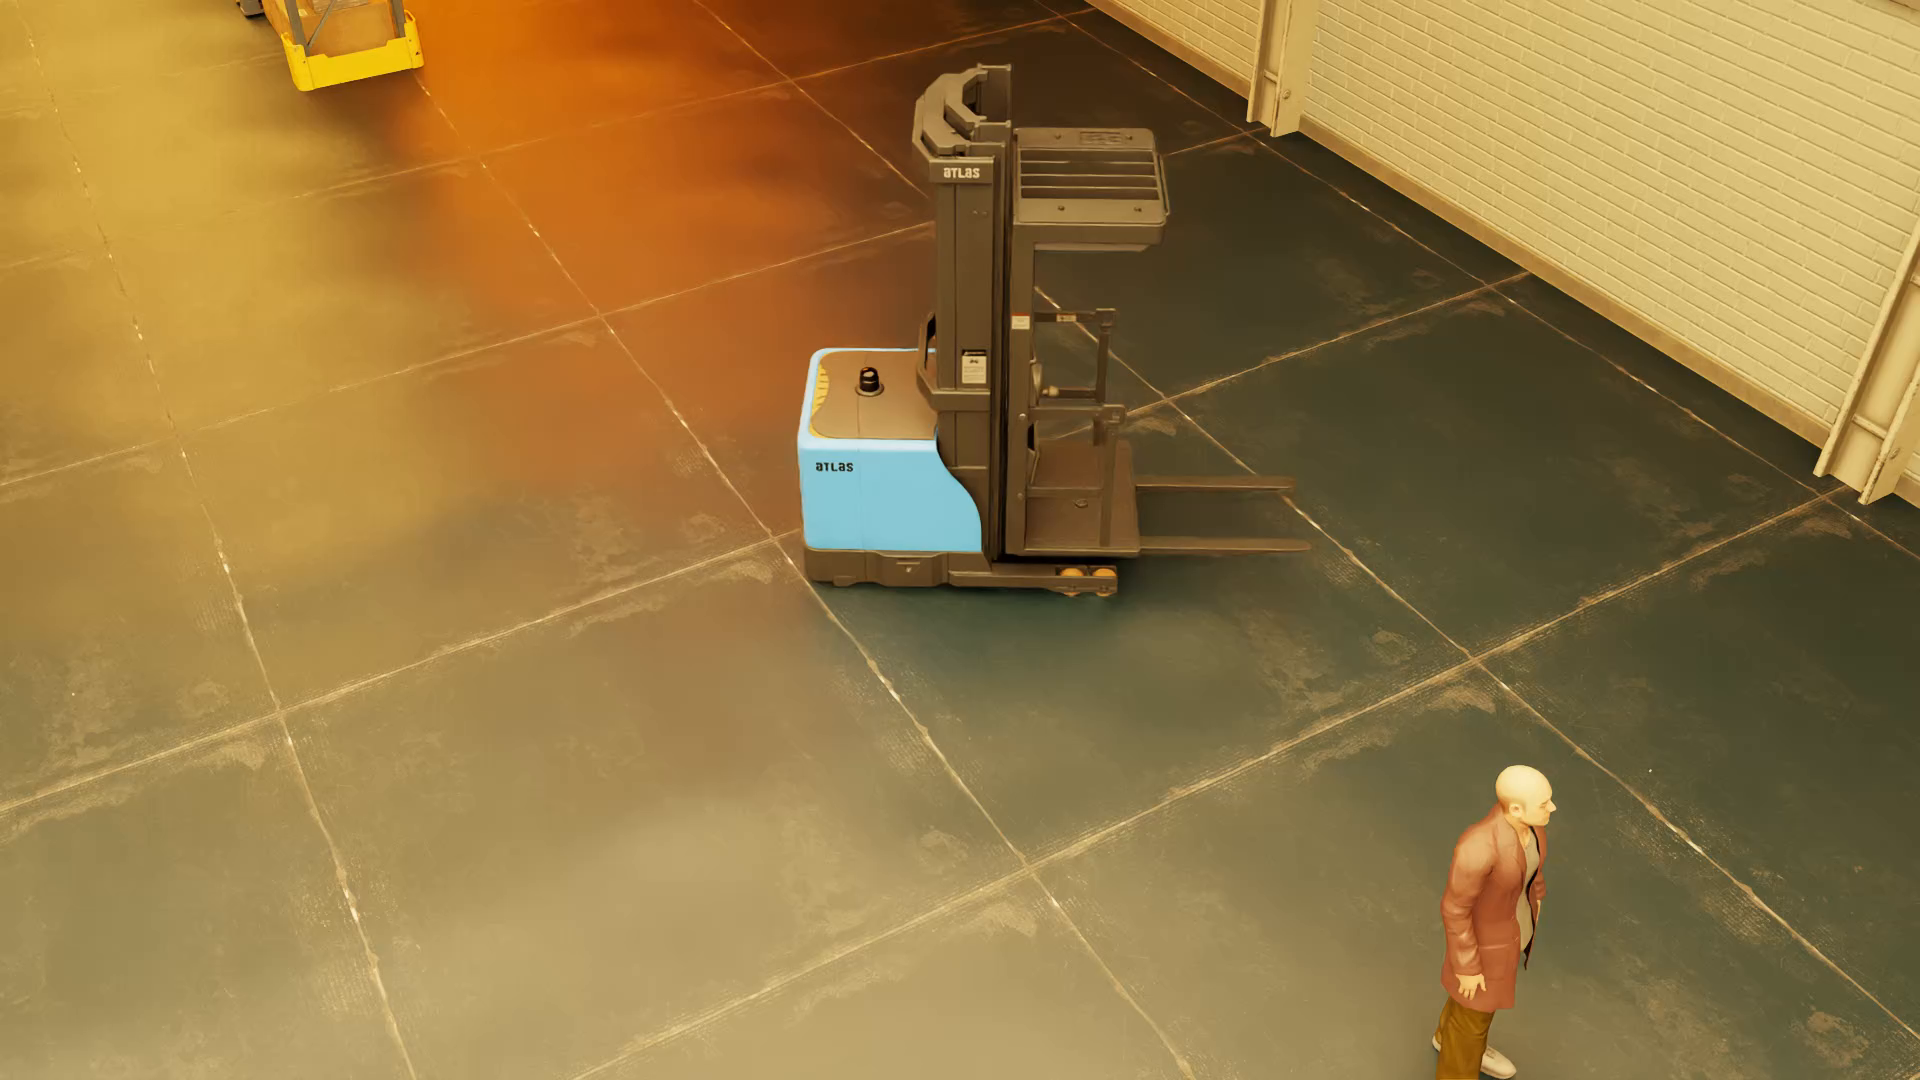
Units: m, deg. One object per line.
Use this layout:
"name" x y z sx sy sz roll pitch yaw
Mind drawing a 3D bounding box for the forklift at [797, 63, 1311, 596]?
"forklift" 0.588 -1.139 9.410 3.031 2.935 1.130 1 40 1

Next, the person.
"person" 2.294 1.674 6.910 0.582 1.776 0.695 30 48 31
